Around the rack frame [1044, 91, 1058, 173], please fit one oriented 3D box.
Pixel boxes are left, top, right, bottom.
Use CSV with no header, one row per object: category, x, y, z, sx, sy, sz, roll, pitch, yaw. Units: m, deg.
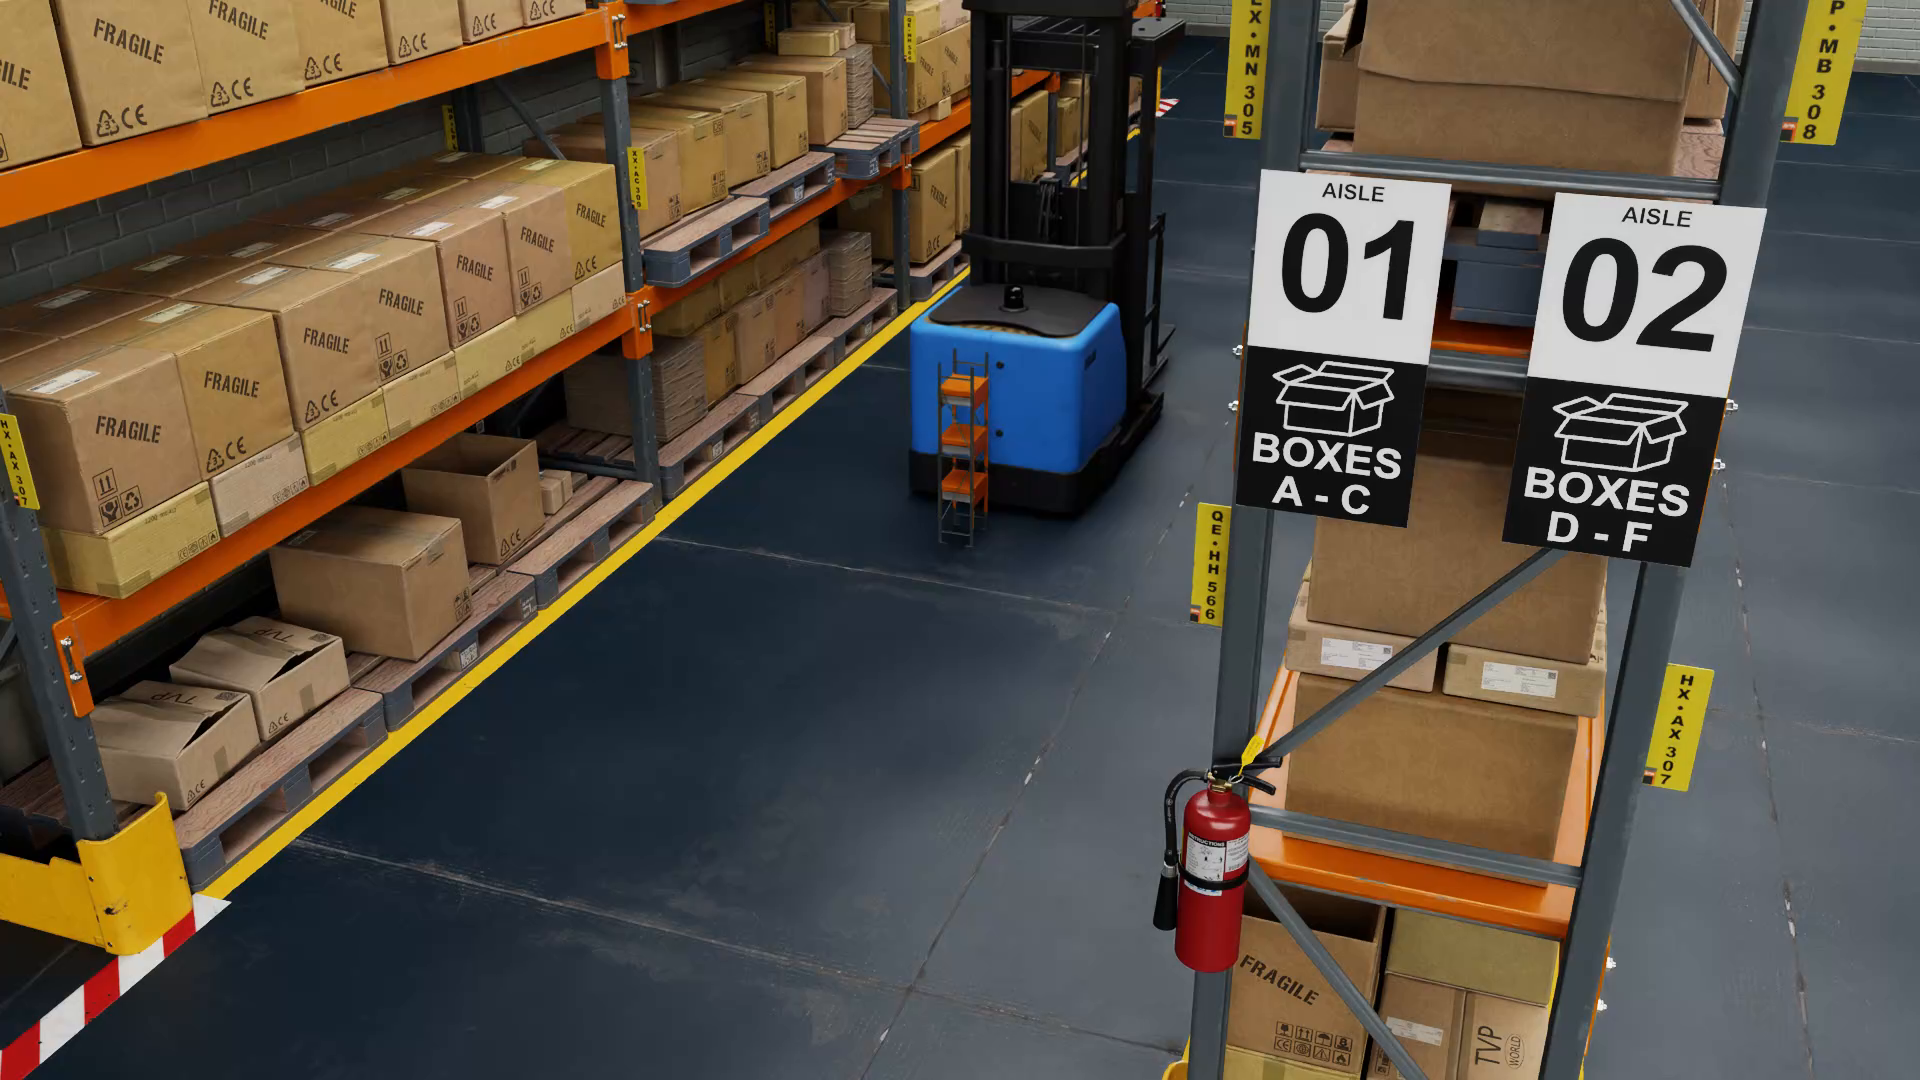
rack frame,0.451,-4.872,15.871,1.000,3.000,0.127,9,27,17

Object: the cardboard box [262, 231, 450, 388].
cardboard box,-2.588,-1.000,7.161,0.500,0.500,0.500,10,27,19

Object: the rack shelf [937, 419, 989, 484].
rack shelf,0.018,-0.485,9.071,0.215,0.259,0.240,9,27,17

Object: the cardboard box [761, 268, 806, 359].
cardboard box,-1.490,-1.595,11.466,0.700,0.500,0.500,9,27,17

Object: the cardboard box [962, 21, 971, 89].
cardboard box,-0.128,-3.997,13.583,0.500,0.500,0.500,9,27,17

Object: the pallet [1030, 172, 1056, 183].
pallet,0.265,-3.289,15.801,1.003,0.211,1.213,9,27,17

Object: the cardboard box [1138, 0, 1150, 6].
cardboard box,1.622,-6.440,18.765,0.980,0.700,0.700,10,28,20

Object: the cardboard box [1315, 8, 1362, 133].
cardboard box,1.265,-1.270,4.519,0.500,0.250,0.500,9,27,17

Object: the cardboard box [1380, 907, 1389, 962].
cardboard box,1.185,1.354,5.685,0.500,0.250,0.500,9,27,17

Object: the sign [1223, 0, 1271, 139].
sign,0.623,-1.022,3.551,0.100,0.325,0.005,9,27,17

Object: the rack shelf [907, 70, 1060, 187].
rack shelf,-0.215,-3.727,14.330,1.077,0.370,4.000,9,27,17

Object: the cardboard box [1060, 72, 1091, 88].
cardboard box,1.256,-4.850,17.466,0.380,0.149,0.250,8,27,16

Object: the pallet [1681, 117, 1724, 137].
pallet,1.794,-1.324,5.203,1.003,0.211,1.213,9,27,17

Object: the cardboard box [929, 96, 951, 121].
cardboard box,-0.292,-3.425,13.148,0.380,0.149,0.250,10,27,19

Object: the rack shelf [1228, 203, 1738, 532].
rack shelf,1.796,-1.072,5.406,1.077,0.370,4.000,9,27,17

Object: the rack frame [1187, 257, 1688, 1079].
rack frame,1.130,0.776,4.206,1.000,3.000,0.127,9,27,17

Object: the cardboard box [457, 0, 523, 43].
cardboard box,-2.327,-2.540,7.473,0.500,0.500,0.500,6,27,13

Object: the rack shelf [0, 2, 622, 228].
rack shelf,-2.877,-1.789,6.887,1.077,0.370,4.000,9,27,17

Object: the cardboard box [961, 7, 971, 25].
cardboard box,-0.145,-4.330,13.412,0.500,0.250,0.500,9,27,18

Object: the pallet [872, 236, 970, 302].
pallet,-0.547,-2.287,13.730,1.003,0.211,1.213,9,27,17

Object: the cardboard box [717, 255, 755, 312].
cardboard box,-1.669,-1.696,10.814,0.500,0.250,0.500,8,27,16

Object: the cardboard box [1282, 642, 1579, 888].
cardboard box,1.297,0.541,4.576,0.700,0.500,0.500,9,27,17

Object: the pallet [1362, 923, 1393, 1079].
pallet,1.345,1.710,5.475,1.003,0.211,1.213,9,27,17

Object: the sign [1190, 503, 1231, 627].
sign,0.623,0.064,4.076,0.100,0.325,0.005,9,27,17

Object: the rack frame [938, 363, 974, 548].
rack frame,-0.023,-0.444,8.963,0.200,1.050,0.008,9,27,17

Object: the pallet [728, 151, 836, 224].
pallet,-1.500,-2.323,10.826,1.003,0.211,1.213,9,27,17

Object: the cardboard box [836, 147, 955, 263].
cardboard box,-0.512,-2.733,13.438,0.750,0.750,0.750,8,27,17

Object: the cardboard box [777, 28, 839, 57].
cardboard box,-1.060,-3.483,11.638,0.380,0.149,0.250,4,26,9

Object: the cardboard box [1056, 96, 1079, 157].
cardboard box,0.796,-4.229,16.928,0.700,0.500,0.500,9,27,18

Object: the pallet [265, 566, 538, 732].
pallet,-2.806,0.454,8.069,1.003,0.211,1.213,9,27,17

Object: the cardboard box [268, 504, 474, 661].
cardboard box,-2.746,0.186,7.787,0.700,0.500,0.500,7,27,14

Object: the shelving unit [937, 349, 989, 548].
shelving unit,0.018,-0.495,9.067,0.215,1.050,0.252,9,27,17

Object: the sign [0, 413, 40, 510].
sign,-3.031,-0.252,5.335,0.100,0.325,0.005,9,27,17

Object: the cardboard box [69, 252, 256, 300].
cardboard box,-3.241,-0.863,6.879,0.500,0.500,0.500,8,27,16

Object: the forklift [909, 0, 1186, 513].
forklift,0.695,-2.092,10.208,1.130,2.935,3.031,9,27,18

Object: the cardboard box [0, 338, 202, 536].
cardboard box,-3.100,-0.373,5.866,0.500,0.500,0.500,9,27,18

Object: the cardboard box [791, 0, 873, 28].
cardboard box,-0.974,-3.978,12.684,0.500,0.250,0.500,10,27,19

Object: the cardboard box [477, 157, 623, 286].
cardboard box,-2.077,-1.625,8.452,0.500,0.500,0.500,9,27,17

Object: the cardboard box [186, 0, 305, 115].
cardboard box,-2.814,-1.876,6.102,0.500,0.500,0.500,10,28,20

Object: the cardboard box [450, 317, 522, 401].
cardboard box,-2.410,-0.875,7.765,0.500,0.250,0.500,9,27,17

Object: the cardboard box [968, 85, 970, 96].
cardboard box,-0.052,-3.858,14.042,0.380,0.149,0.250,9,27,18

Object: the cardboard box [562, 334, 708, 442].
cardboard box,-1.982,-0.963,10.160,0.700,0.500,0.500,10,27,19

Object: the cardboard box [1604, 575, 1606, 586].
cardboard box,1.633,0.098,4.747,0.380,0.149,0.250,9,27,18

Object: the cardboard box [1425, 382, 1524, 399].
cardboard box,1.485,-0.282,4.786,0.700,0.500,0.500,8,27,16

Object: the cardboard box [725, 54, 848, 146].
cardboard box,-1.188,-3.043,11.474,0.700,0.500,0.500,6,27,13

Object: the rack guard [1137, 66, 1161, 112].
rack guard,1.790,-5.401,19.831,1.175,0.500,0.348,9,27,17

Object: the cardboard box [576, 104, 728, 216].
cardboard box,-1.817,-2.261,9.857,0.700,0.500,0.500,12,28,23

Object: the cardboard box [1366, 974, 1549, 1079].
cardboard box,1.518,1.636,5.102,0.500,0.250,0.500,9,27,17

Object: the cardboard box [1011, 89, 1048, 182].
cardboard box,0.357,-3.808,15.658,0.750,0.750,0.750,9,27,18

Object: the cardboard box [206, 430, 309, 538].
cardboard box,-2.921,-0.252,6.479,0.500,0.250,0.500,8,27,16

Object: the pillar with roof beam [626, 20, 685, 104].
pillar with roof beam,1.931,-4.896,9.035,9.100,9.000,0.400,9,27,17

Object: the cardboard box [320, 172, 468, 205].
cardboard box,-2.741,-1.489,8.172,0.500,0.500,0.500,9,27,17
